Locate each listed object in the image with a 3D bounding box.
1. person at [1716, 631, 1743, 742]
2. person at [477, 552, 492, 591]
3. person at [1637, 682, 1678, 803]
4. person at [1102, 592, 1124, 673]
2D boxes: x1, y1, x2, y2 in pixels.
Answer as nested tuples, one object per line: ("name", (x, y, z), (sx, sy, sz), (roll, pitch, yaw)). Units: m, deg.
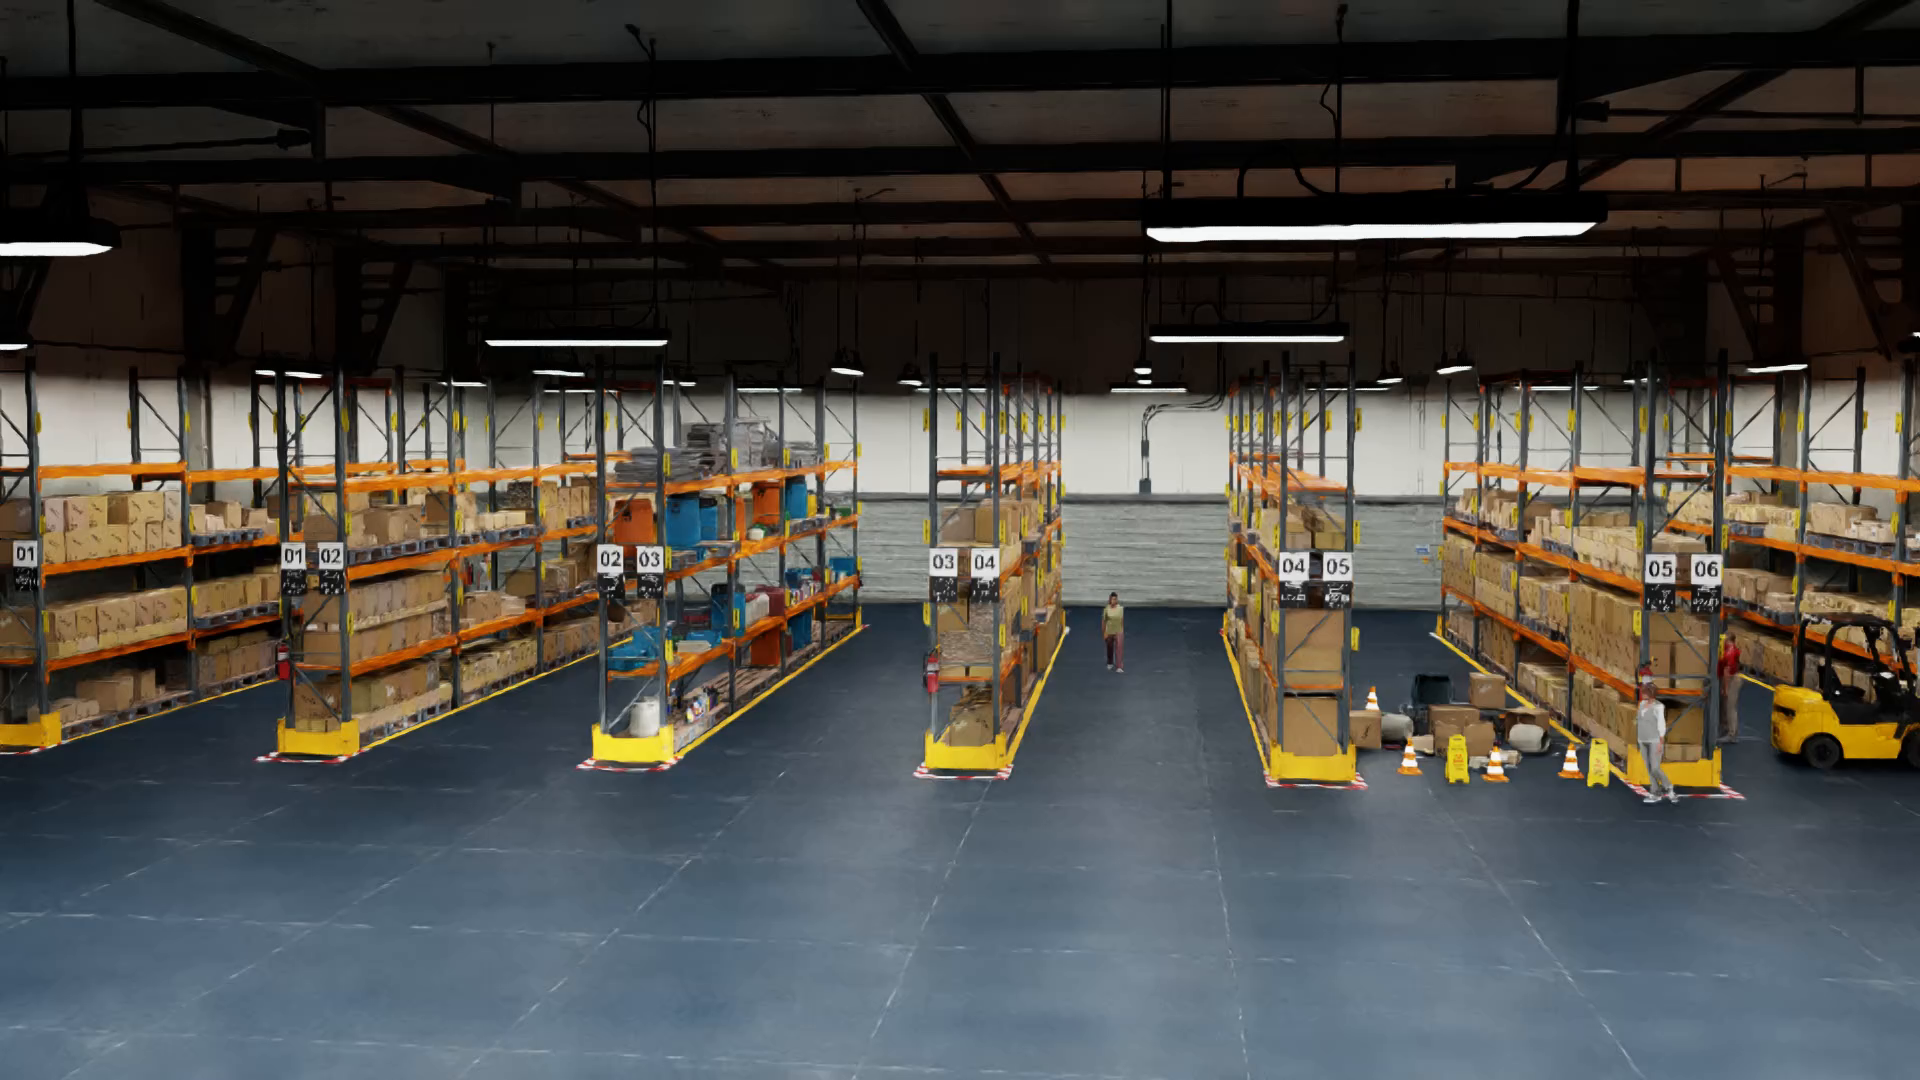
("person", (12.024, 2.285, 26.136), (0.497, 1.723, 0.588), (3, 5, 37))
("person", (-12.312, 1.132, 43.084), (0.503, 1.659, 0.535), (-2, 5, -29))
("person", (9.121, 2.660, 21.769), (0.425, 1.588, 0.561), (-2, 4, -23))
("person", (3.057, 1.834, 33.237), (0.451, 1.585, 1.093), (0, 4, 5))
